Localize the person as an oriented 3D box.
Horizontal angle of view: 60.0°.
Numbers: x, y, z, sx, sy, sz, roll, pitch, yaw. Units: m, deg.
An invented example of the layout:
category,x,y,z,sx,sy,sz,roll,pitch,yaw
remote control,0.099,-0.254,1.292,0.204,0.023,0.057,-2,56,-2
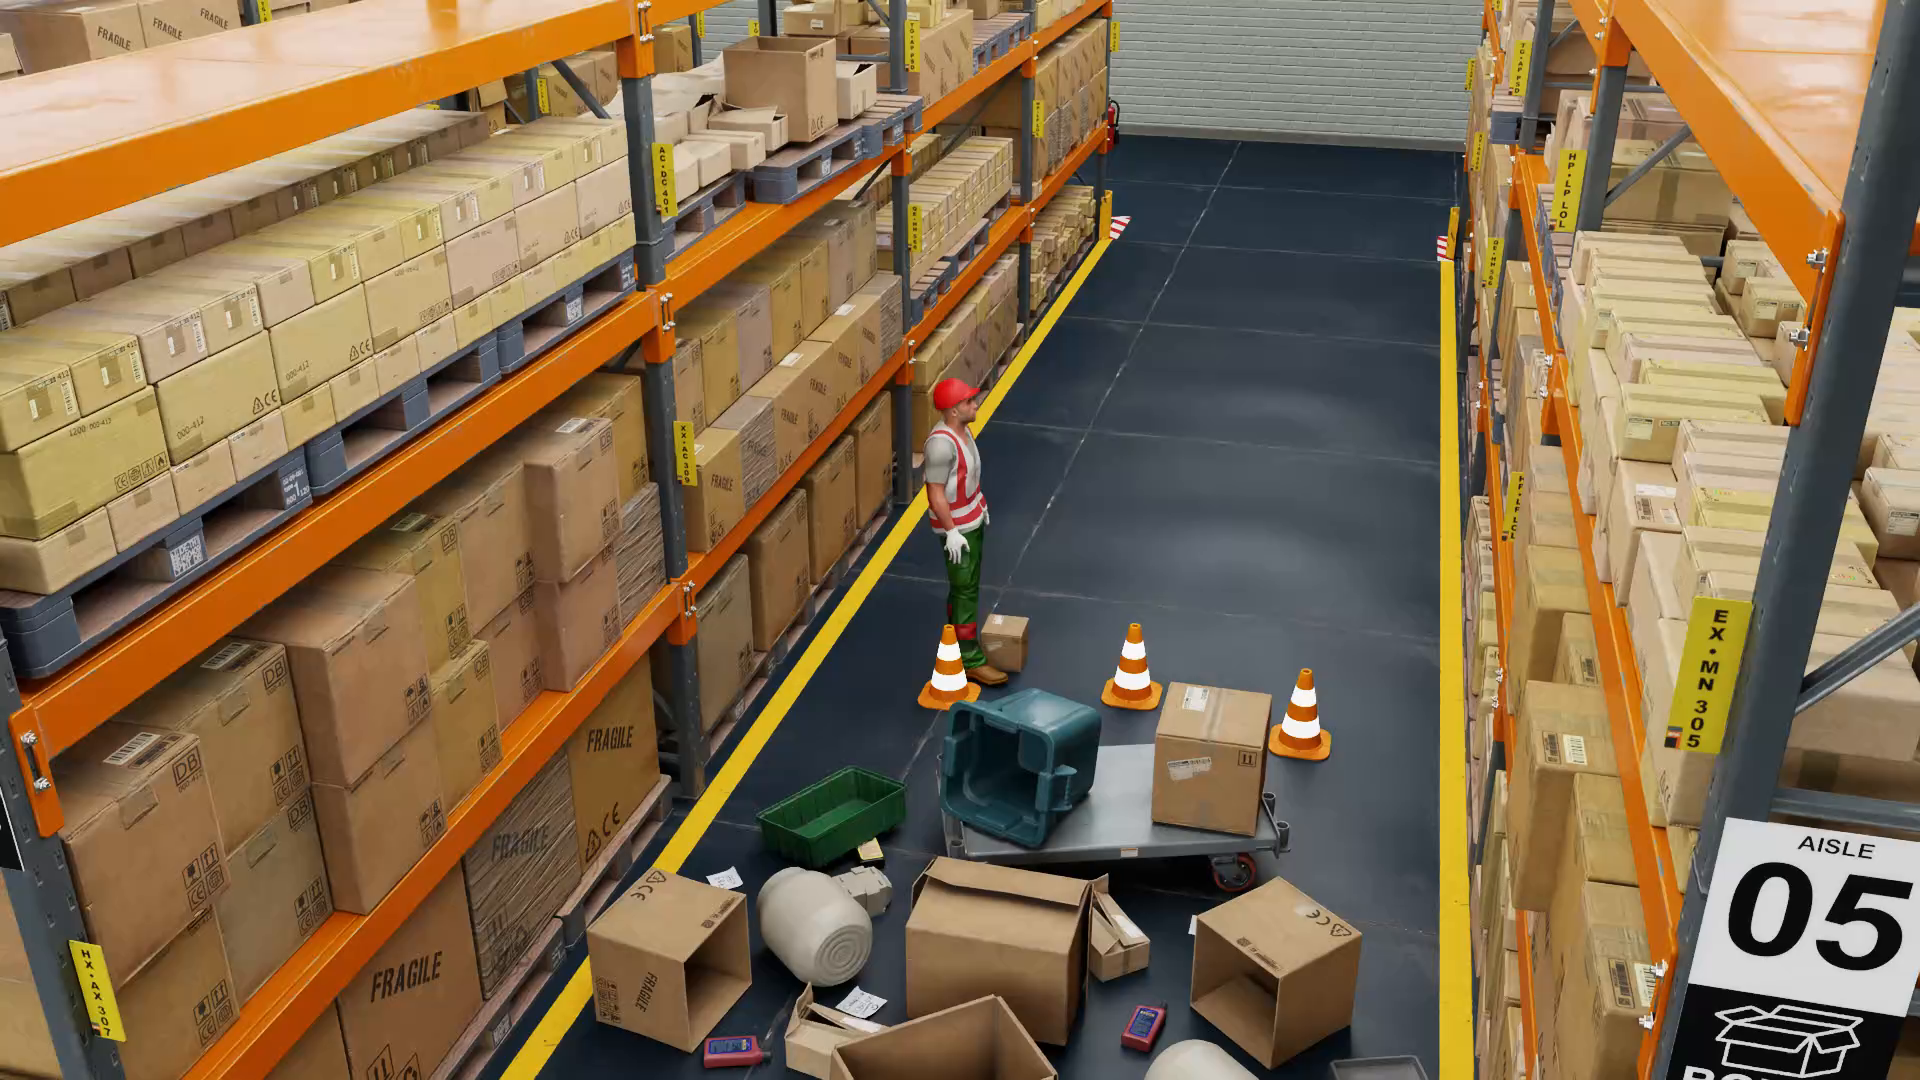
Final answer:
category,x,y,z,sx,sy,sz,roll,pitch,yaw
person,0.080,-0.080,9.837,0.562,1.789,0.638,6,26,13
